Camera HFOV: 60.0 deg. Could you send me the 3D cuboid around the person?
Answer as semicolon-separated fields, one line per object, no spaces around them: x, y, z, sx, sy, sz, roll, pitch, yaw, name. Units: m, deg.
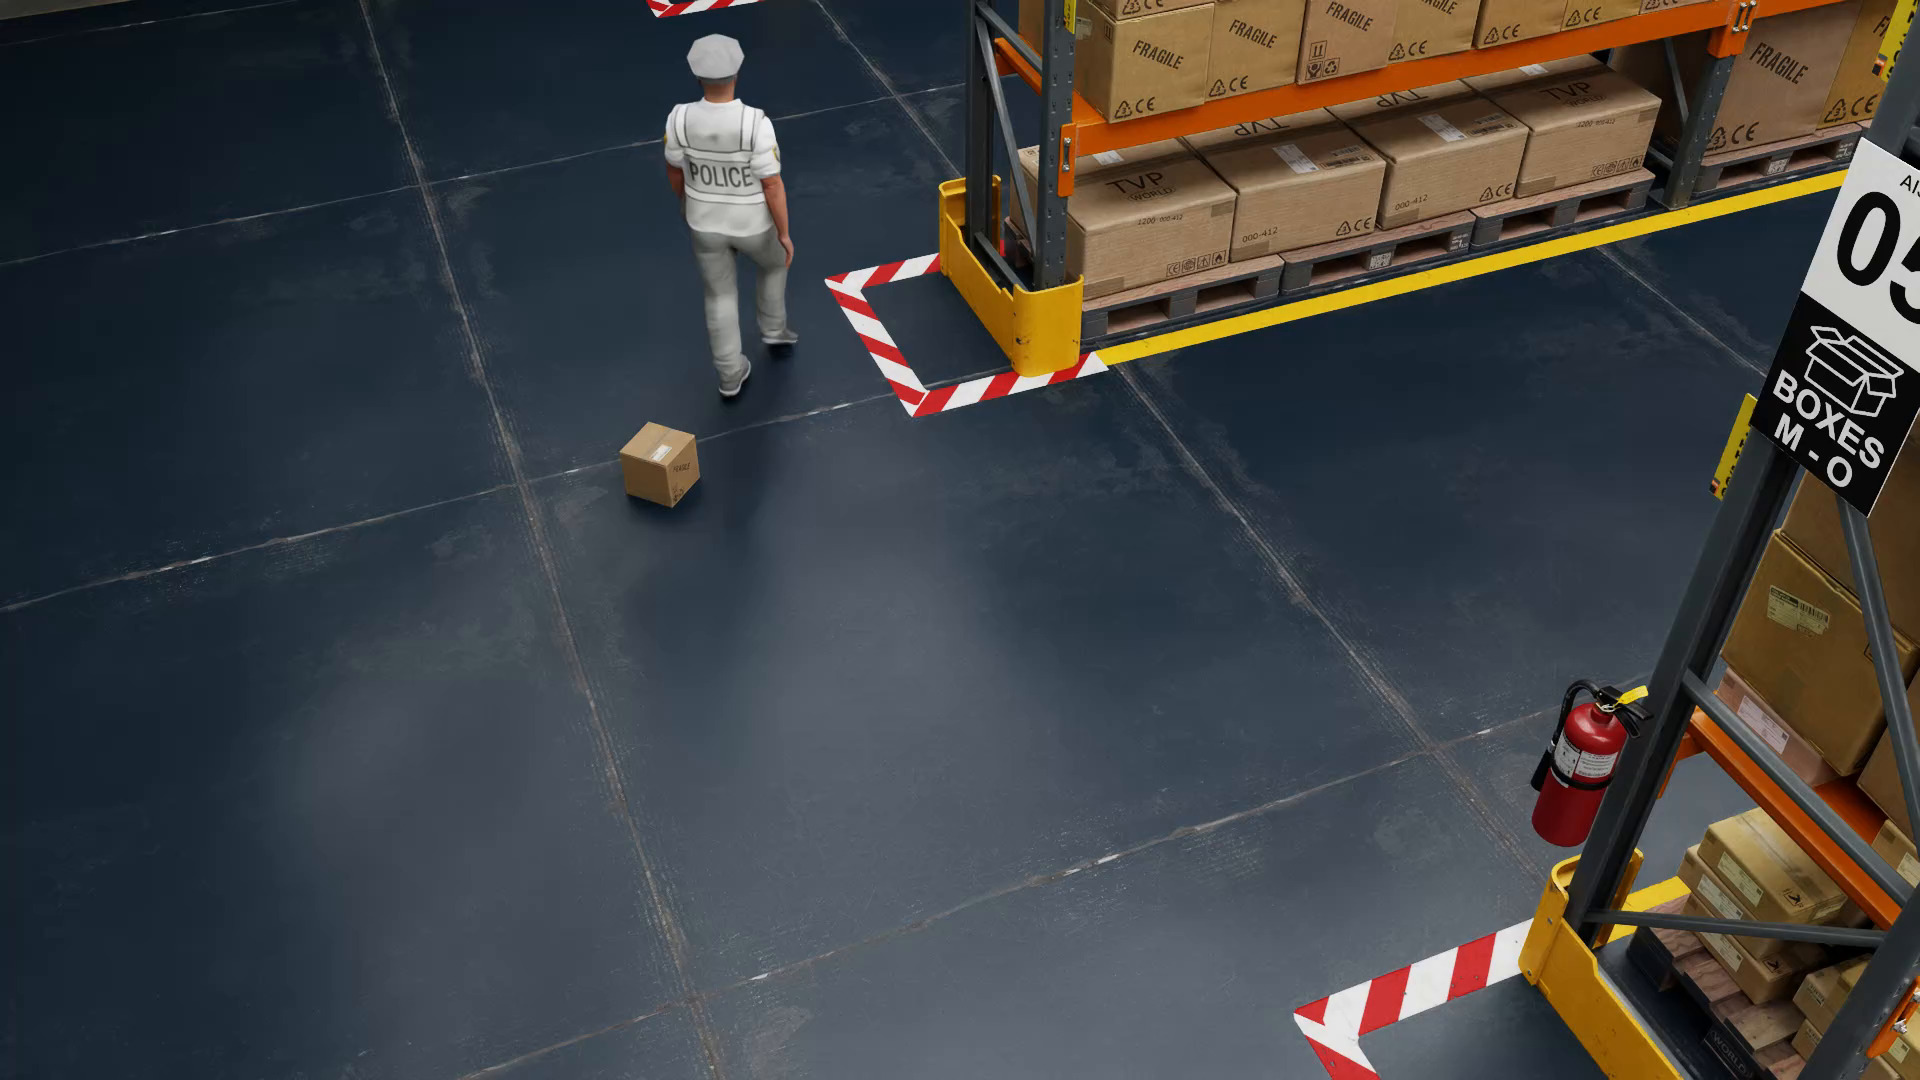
-1.068;-1.536;7.906;0.590;1.840;0.690;2;42;2;person
